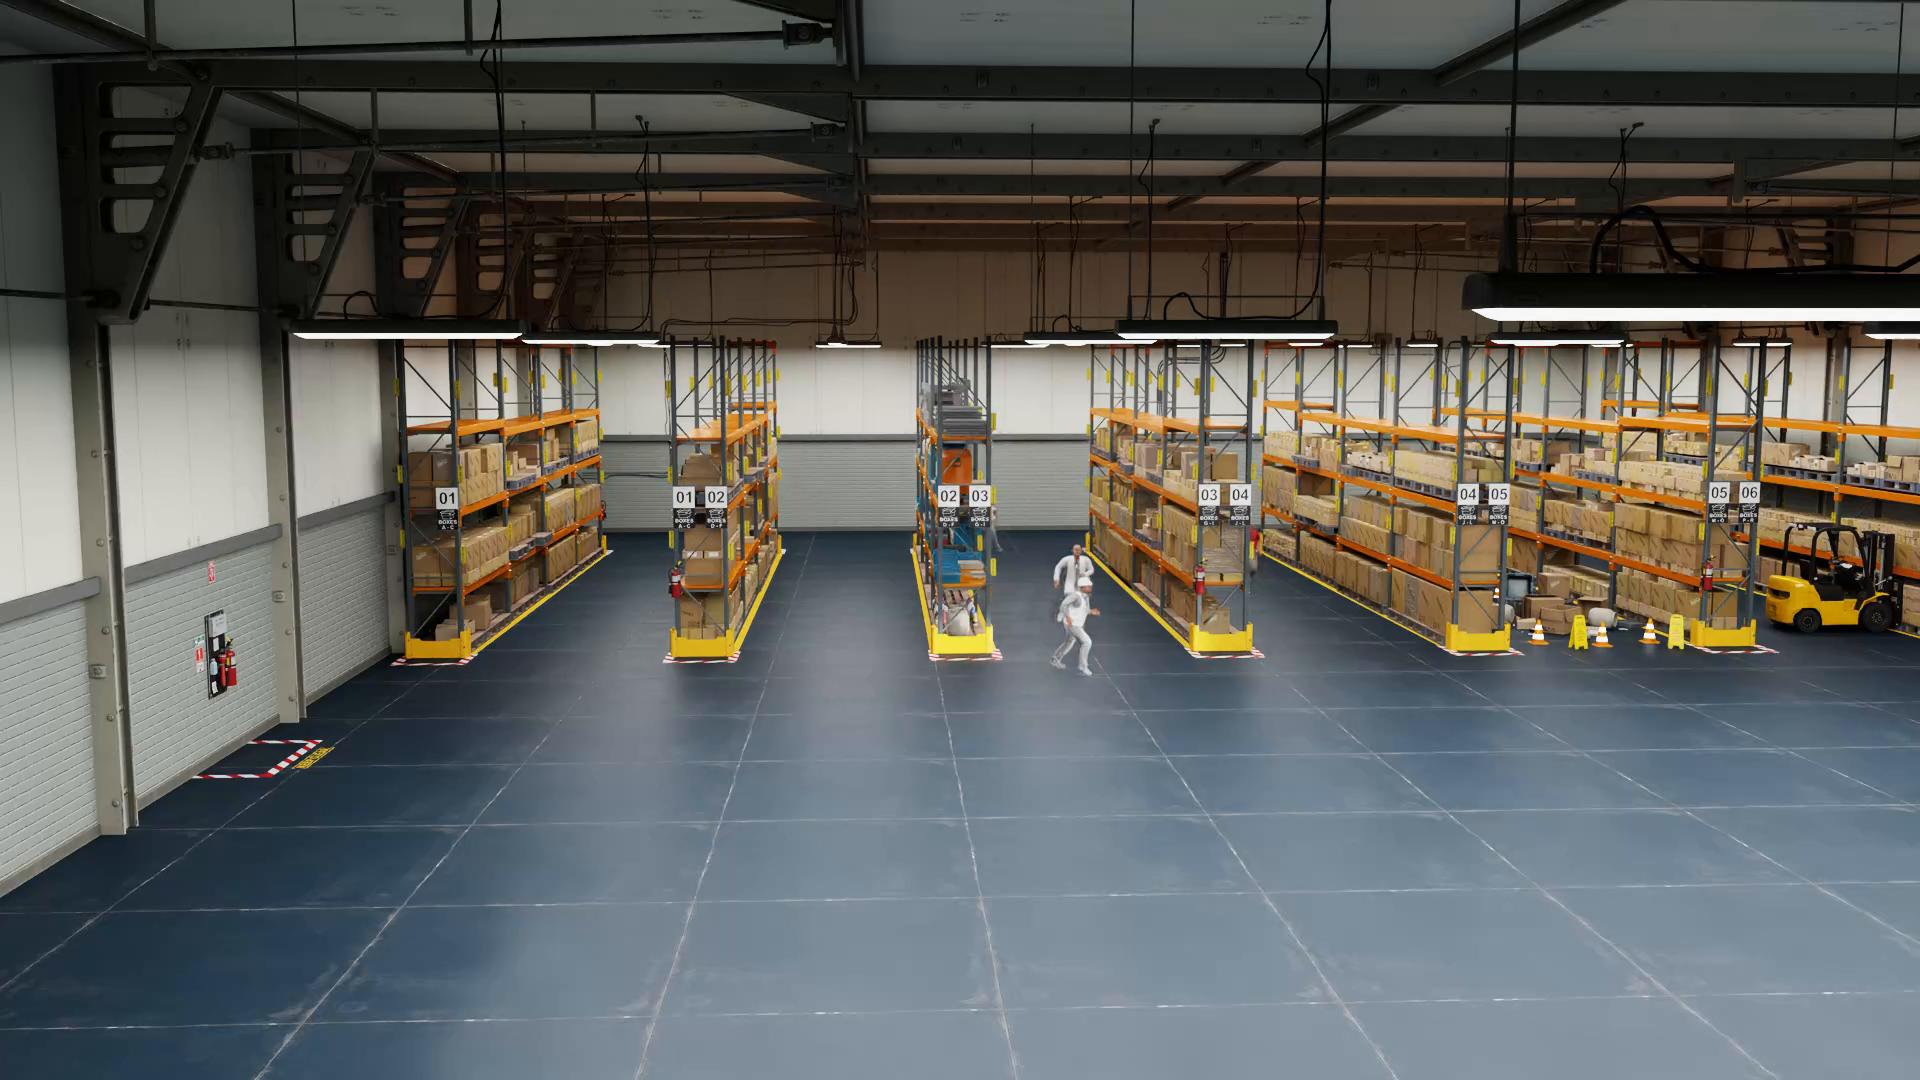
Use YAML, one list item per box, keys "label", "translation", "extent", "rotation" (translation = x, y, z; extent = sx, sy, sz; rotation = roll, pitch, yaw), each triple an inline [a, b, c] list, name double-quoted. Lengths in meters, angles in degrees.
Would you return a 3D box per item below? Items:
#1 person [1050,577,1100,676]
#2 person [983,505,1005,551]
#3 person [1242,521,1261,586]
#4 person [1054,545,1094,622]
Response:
- label: "person"
  translation: [2.014, 1.523, 29.569]
  extent: [0.920, 1.764, 0.675]
  rotation: [3, 7, 23]
- label: "person"
  translation: [0.871, -0.524, 47.594]
  extent: [0.891, 1.657, 0.619]
  rotation: [6, 9, 43]
- label: "person"
  translation: [6.942, 0.354, 39.970]
  extent: [0.659, 1.686, 0.592]
  rotation: [0, 7, -4]
- label: "person"
  translation: [2.385, 0.961, 34.569]
  extent: [0.819, 1.735, 0.554]
  rotation: [-2, 7, -13]
